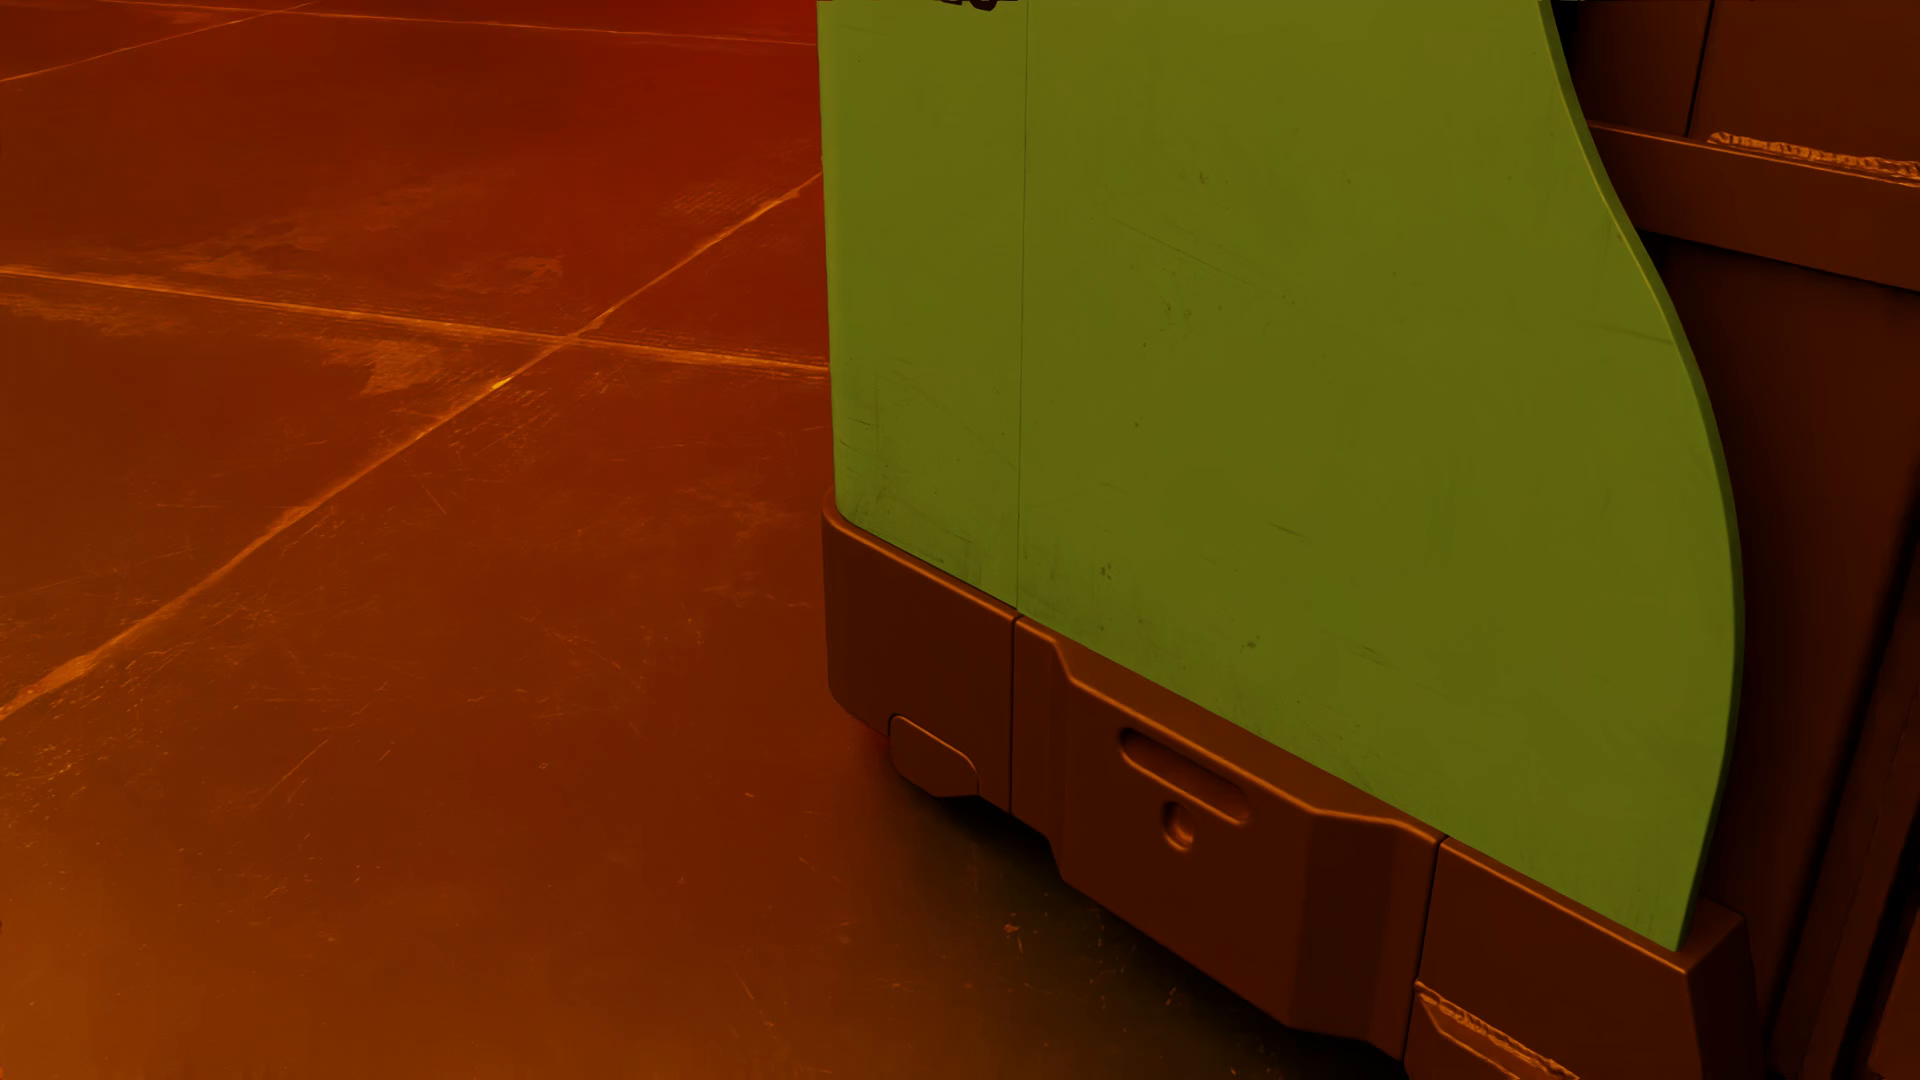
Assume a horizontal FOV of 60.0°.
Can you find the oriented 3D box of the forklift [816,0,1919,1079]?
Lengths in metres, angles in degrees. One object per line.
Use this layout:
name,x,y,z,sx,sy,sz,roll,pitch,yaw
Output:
forklift,1.208,-0.730,0.705,1.130,2.935,3.031,-23,35,-37
